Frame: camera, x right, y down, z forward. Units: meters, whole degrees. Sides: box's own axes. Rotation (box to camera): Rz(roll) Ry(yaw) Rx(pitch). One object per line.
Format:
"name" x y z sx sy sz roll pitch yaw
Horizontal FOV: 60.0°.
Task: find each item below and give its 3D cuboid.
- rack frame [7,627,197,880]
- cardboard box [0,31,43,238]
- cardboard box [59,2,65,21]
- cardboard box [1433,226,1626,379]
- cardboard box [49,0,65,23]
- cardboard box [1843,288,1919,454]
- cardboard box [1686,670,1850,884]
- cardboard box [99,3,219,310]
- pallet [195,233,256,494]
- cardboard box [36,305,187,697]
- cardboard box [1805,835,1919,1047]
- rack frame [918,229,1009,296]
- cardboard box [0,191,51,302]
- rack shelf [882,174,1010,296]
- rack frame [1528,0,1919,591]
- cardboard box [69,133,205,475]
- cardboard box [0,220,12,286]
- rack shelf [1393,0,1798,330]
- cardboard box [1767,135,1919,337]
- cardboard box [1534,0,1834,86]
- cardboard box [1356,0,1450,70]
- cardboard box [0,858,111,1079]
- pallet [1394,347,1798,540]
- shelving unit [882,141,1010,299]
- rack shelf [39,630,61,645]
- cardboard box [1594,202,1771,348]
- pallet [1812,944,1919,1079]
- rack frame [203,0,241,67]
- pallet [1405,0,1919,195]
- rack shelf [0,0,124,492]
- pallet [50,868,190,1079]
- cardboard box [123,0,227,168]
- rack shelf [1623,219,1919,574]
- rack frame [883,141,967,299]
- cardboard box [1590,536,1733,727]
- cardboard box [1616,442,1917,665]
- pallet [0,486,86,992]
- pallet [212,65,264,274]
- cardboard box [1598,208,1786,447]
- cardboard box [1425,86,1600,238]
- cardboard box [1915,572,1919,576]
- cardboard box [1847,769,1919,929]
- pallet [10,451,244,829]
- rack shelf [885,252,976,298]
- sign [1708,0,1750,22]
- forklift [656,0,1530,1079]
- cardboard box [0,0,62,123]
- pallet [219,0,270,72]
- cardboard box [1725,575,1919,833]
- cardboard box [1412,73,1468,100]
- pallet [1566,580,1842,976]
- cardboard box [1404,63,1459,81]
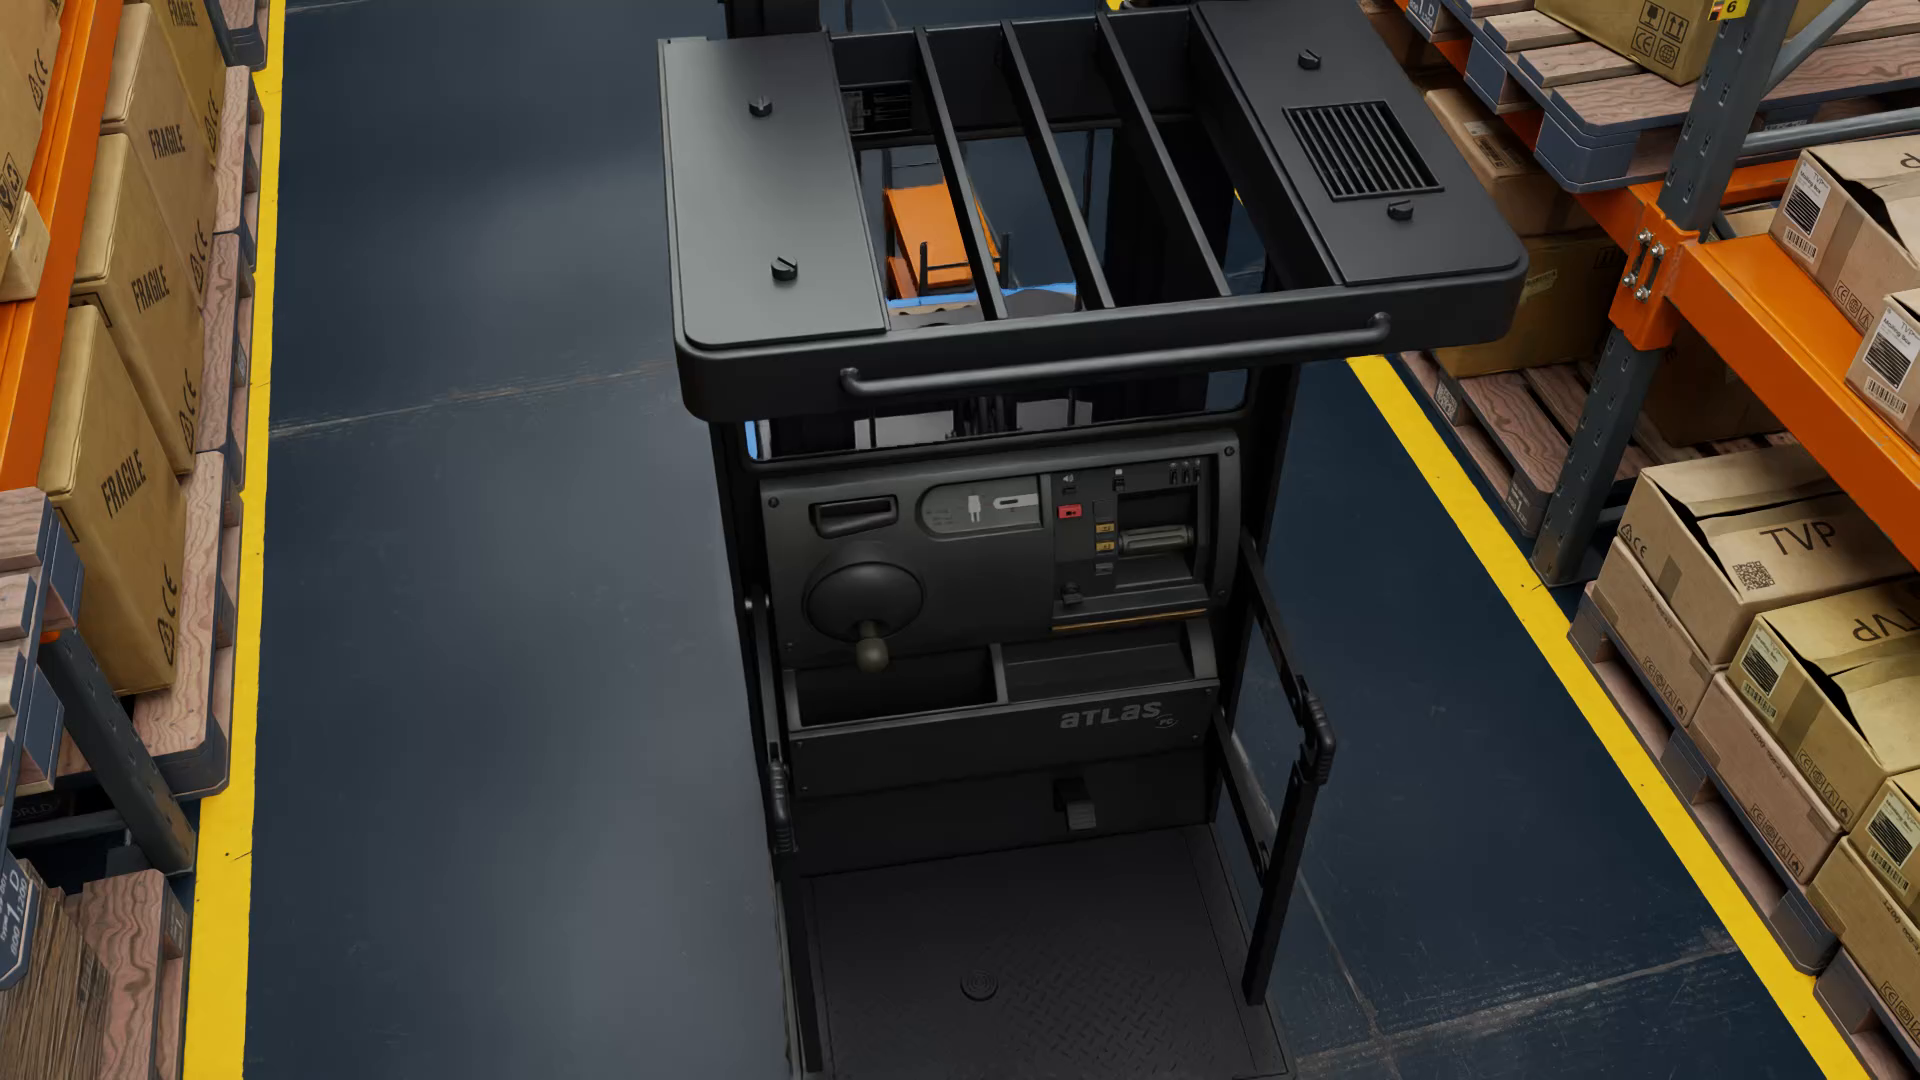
"rack frame" -2.519 -0.121 3.269 1.000 3.000 0.127 -11 47 -10
"cardboard box" -2.521 -1.013 3.850 0.500 0.500 0.500 -9 46 -9
"cardboard box" -2.843 -1.550 4.830 0.380 0.149 0.250 -9 46 -9
"cardboard box" 1.803 -0.911 5.485 0.500 0.500 0.500 -9 46 -9
"cardboard box" -2.788 -1.714 4.537 0.500 0.500 0.500 -10 46 -9
"cardboard box" 2.311 -0.345 3.551 0.500 0.311 0.500 -11 47 -11
"cardboard box" 2.249 0.548 4.244 0.500 0.250 0.500 -12 47 -11
"cardboard box" -3.020 -1.239 5.575 0.750 0.750 0.750 -9 46 -9
"pallet" -2.956 -0.544 5.635 1.003 0.211 1.213 -11 47 -10
"cardboard box" -2.580 -0.047 4.407 0.750 0.750 0.750 -11 47 -11
"cardboard box" 2.388 0.906 3.893 0.500 0.250 0.500 -12 47 -11
"rack frame" 0.009 -0.374 4.776 0.240 1.200 0.015 -9 46 -9
"cardboard box" -2.421 -0.684 3.982 0.380 0.149 0.250 -9 46 -9
"rack shelf" -0.045 -0.819 4.662 0.258 0.148 0.480 -9 46 -9
"rack frame" 2.269 -1.030 4.159 1.000 3.000 0.127 -11 47 -10
"cardboard box" -2.798 -0.653 5.001 0.750 0.750 0.750 -11 47 -11
"cardboard box" -2.396 -0.649 3.494 0.500 0.500 0.500 -9 46 -9
"rack shelf" 1.757 -2.159 5.769 1.077 0.370 4.000 -11 47 -10
"cardboard box" 2.320 -0.739 3.937 0.500 0.311 0.500 -8 46 -8
"cardboard box" 1.999 -1.626 4.379 0.700 0.500 0.500 -26 51 -23
"cardboard box" 1.518 -1.918 5.946 0.500 0.250 0.500 -12 47 -11
"cardboard box" -2.284 1.087 3.526 0.700 0.500 0.500 -10 46 -10
"pallet" 2.114 -0.576 5.667 1.003 0.211 1.213 -11 47 -10
"shelving unit" -0.045 -0.544 4.943 0.258 1.200 0.503 -9 46 -9
"rack shelf" -2.007 1.511 2.172 1.077 0.370 4.000 -11 47 -10
"cardboard box" 2.289 -1.036 5.607 0.500 0.500 0.500 -12 47 -12
"pallet" 2.751 1.363 3.767 1.003 0.211 1.213 -11 47 -10
"rack frame" -3.543 -2.883 5.975 1.000 3.000 0.127 -11 47 -10
"pallet" 2.028 -1.418 4.673 1.213 0.211 1.003 -11 47 -10
"rack shelf" -3.031 -1.250 4.879 1.077 0.370 4.000 -11 47 -10
"pallet" -2.320 1.395 3.735 1.003 0.211 1.213 -11 47 -10
"cardboard box" -3.251 -1.852 6.176 0.750 0.750 0.750 -10 46 -10
"rack shelf" 2.781 0.603 3.062 1.077 0.370 4.000 -11 47 -10
"rack frame" -0.098 -0.714 5.109 0.240 1.200 0.015 -9 46 -9
"cardboard box" 2.119 0.201 4.584 0.500 0.250 0.500 -11 47 -10
"cardboard box" 2.119 0.005 4.384 0.500 0.311 0.500 -9 46 -9
"pallet" -2.233 0.418 2.874 1.213 0.211 1.003 -11 47 -10
"pallet" -3.272 -1.388 6.462 1.003 0.211 1.213 -11 47 -10
"cardboard box" 2.429 -0.675 5.254 0.500 0.500 0.500 -9 46 -9
"cardboard box" 1.784 -1.212 5.255 0.500 0.250 0.500 -9 46 -9
"cardboard box" 2.641 -0.094 4.480 0.500 0.311 0.500 -10 46 -9
"cardboard box" 2.390 0.719 3.684 0.500 0.311 0.500 -12 47 -11
"pallet" -2.648 0.297 4.811 1.003 0.211 1.213 -11 47 -10
"rack shelf" -0.045 -0.653 4.831 0.258 0.148 0.480 -9 46 -9
"sign" 1.747 -1.301 3.670 0.100 0.325 0.005 -11 47 -10
"forklift" 0.125 0.119 3.081 1.130 2.935 3.031 -7 46 -6
"cardboard box" -2.647 -1.356 4.186 0.500 0.500 0.500 -11 47 -10
"pallet" -3.662 -2.446 7.499 1.003 0.211 1.213 -11 47 -10
"cardboard box" 2.262 0.366 4.030 0.500 0.311 0.500 -12 47 -11
"cardboard box" 1.670 -1.269 5.835 0.500 0.500 0.500 -12 47 -12
"pallet" 2.442 0.522 4.591 1.003 0.211 1.213 -11 47 -10
"cardboard box" 1.530 -1.630 6.189 0.500 0.500 0.500 -12 47 -12
